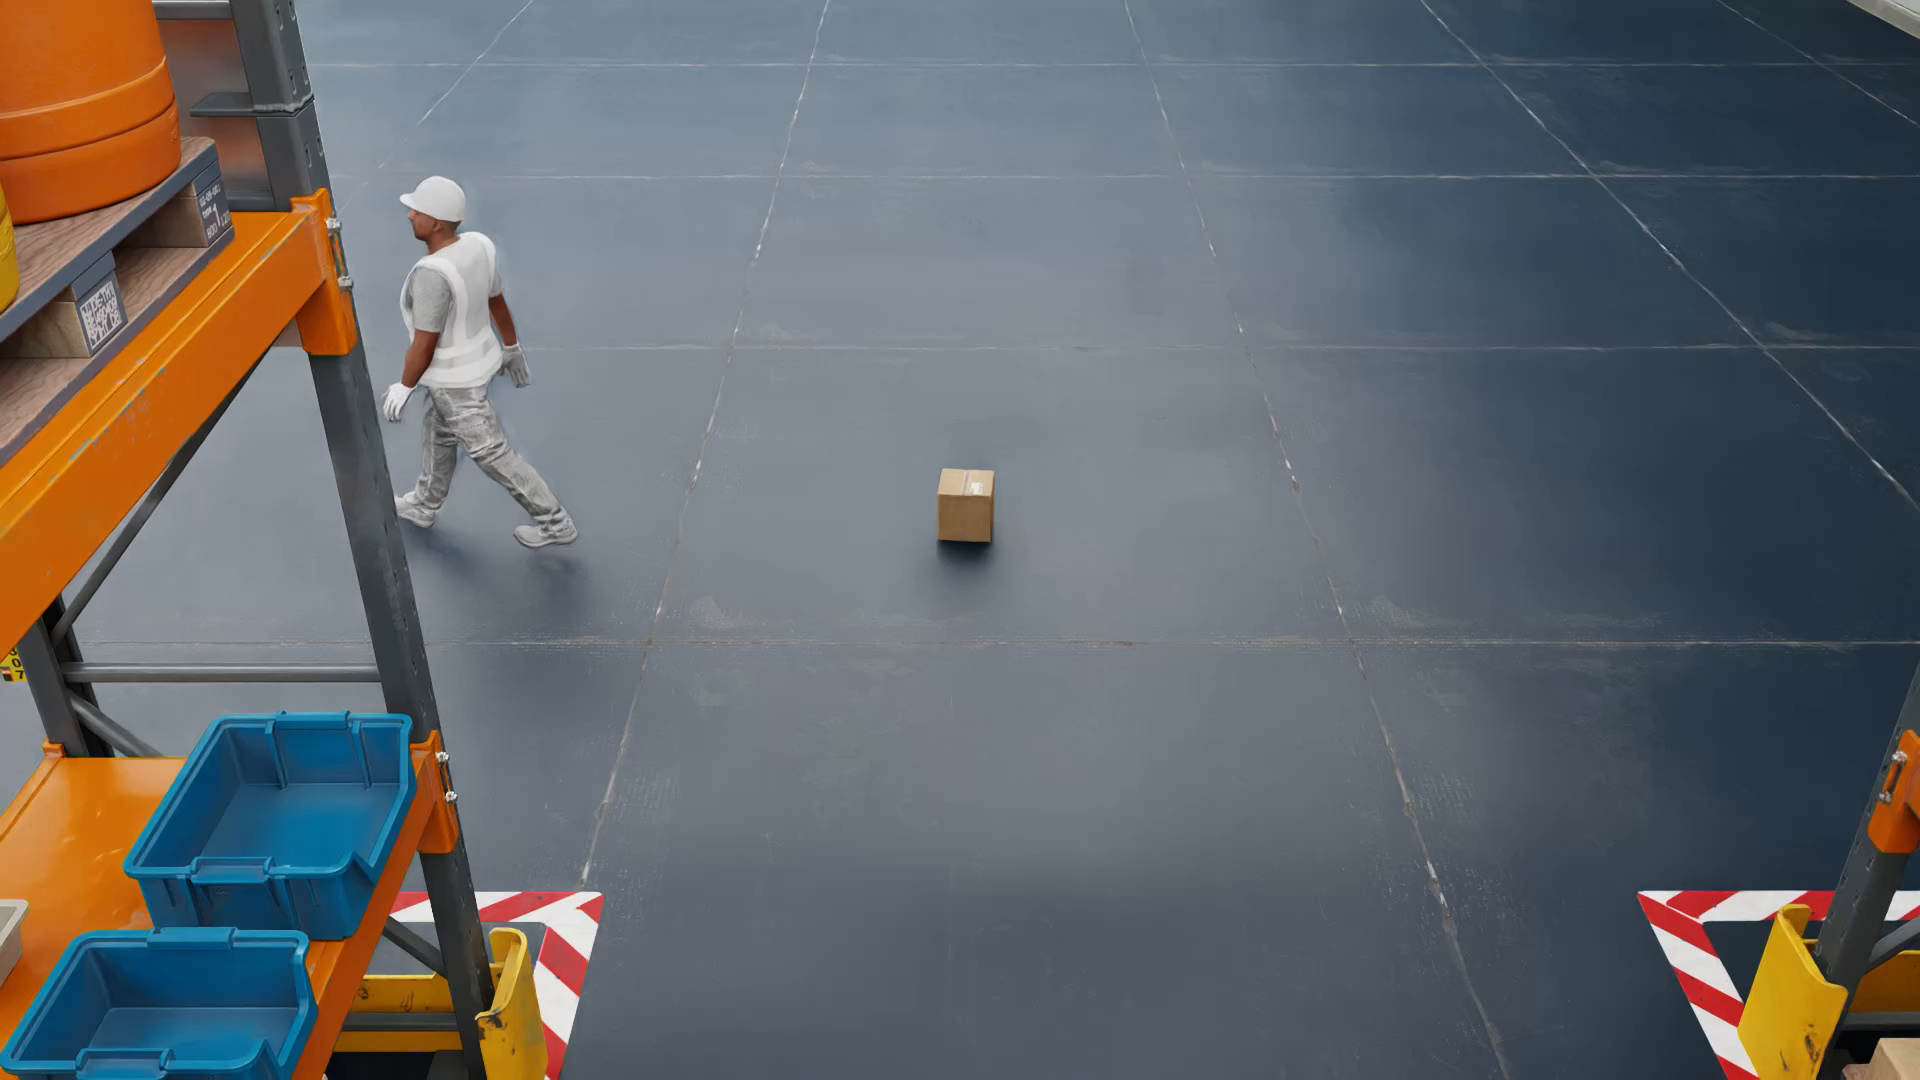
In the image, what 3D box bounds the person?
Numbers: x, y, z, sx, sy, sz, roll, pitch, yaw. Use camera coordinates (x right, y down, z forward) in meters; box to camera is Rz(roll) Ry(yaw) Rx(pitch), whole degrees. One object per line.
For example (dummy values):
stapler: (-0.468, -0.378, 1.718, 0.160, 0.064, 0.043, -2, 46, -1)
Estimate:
person: (-2.274, -0.755, 7.359, 1.052, 1.740, 0.607, 3, 31, 6)
